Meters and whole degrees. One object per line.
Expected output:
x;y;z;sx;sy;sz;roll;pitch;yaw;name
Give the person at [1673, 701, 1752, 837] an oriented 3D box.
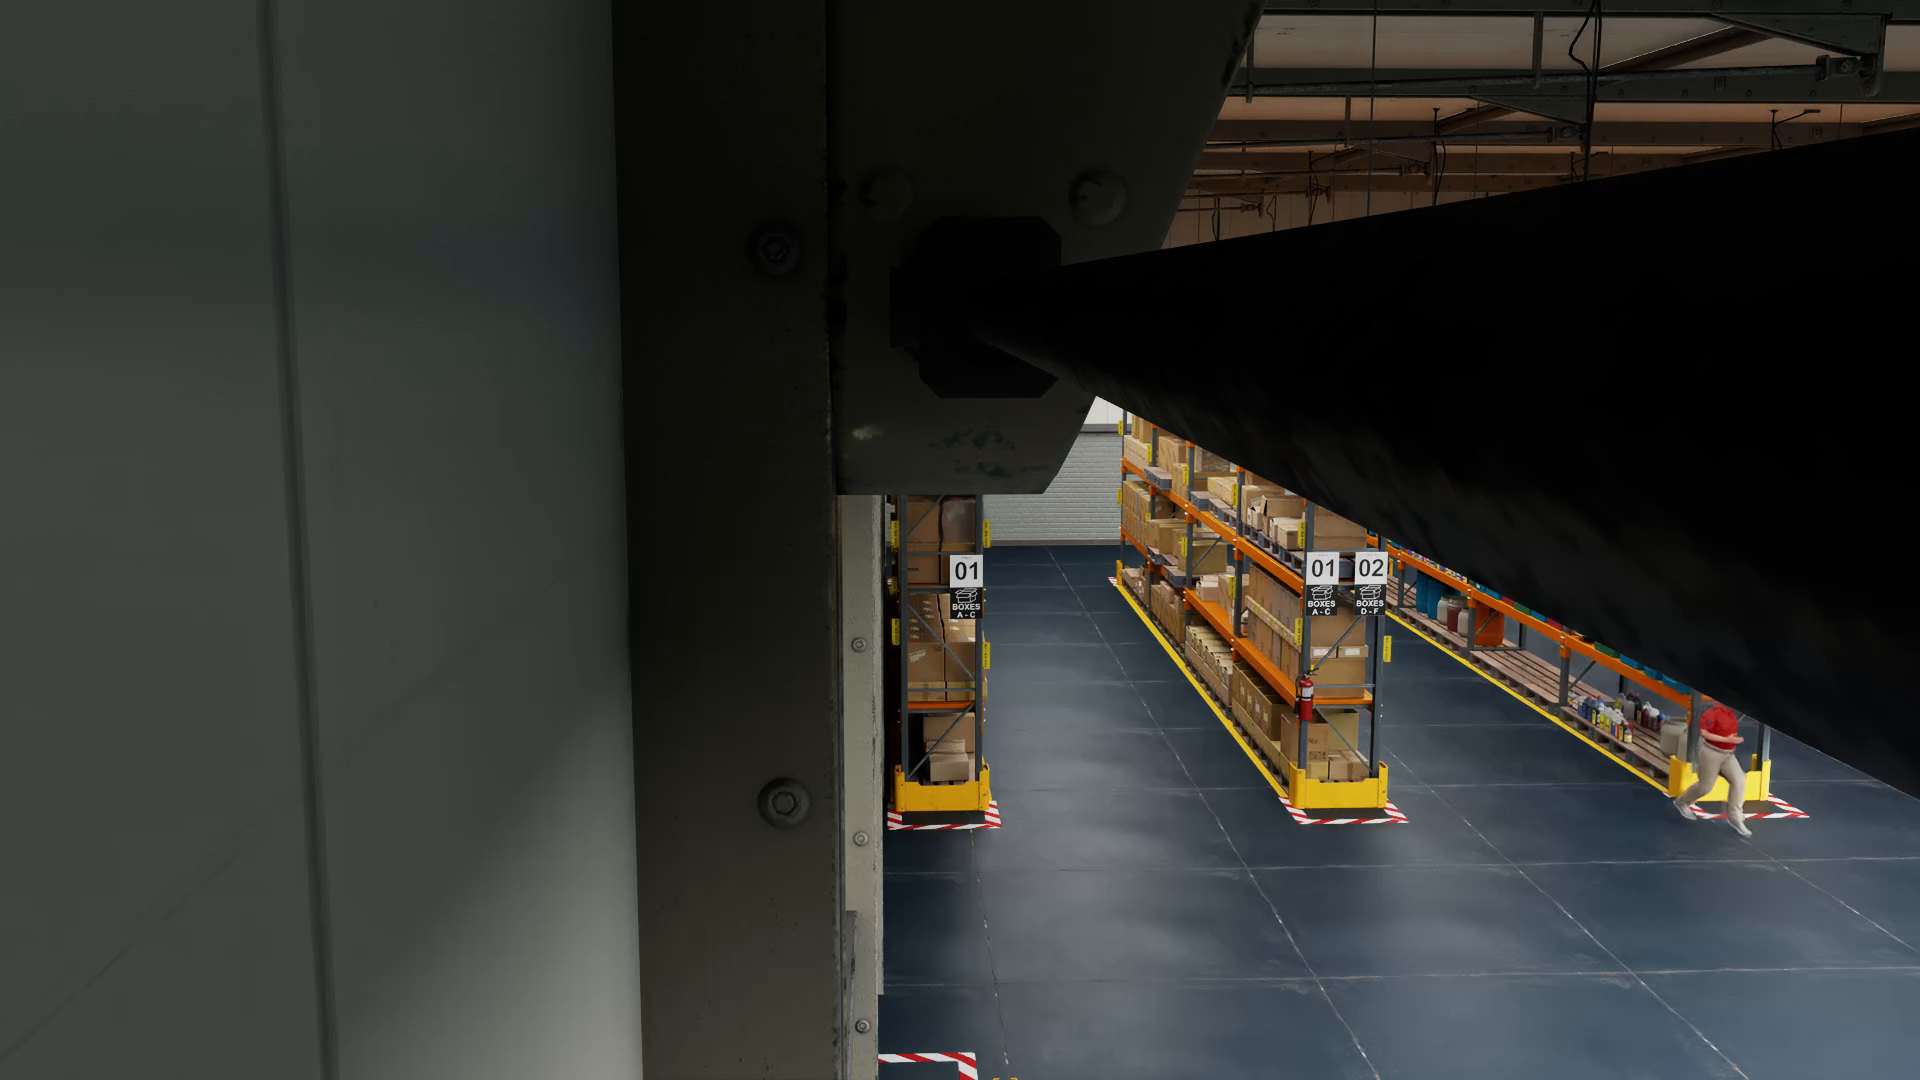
8.982;2.589;19.763;0.689;1.755;0.936;-5;10;-32;person
